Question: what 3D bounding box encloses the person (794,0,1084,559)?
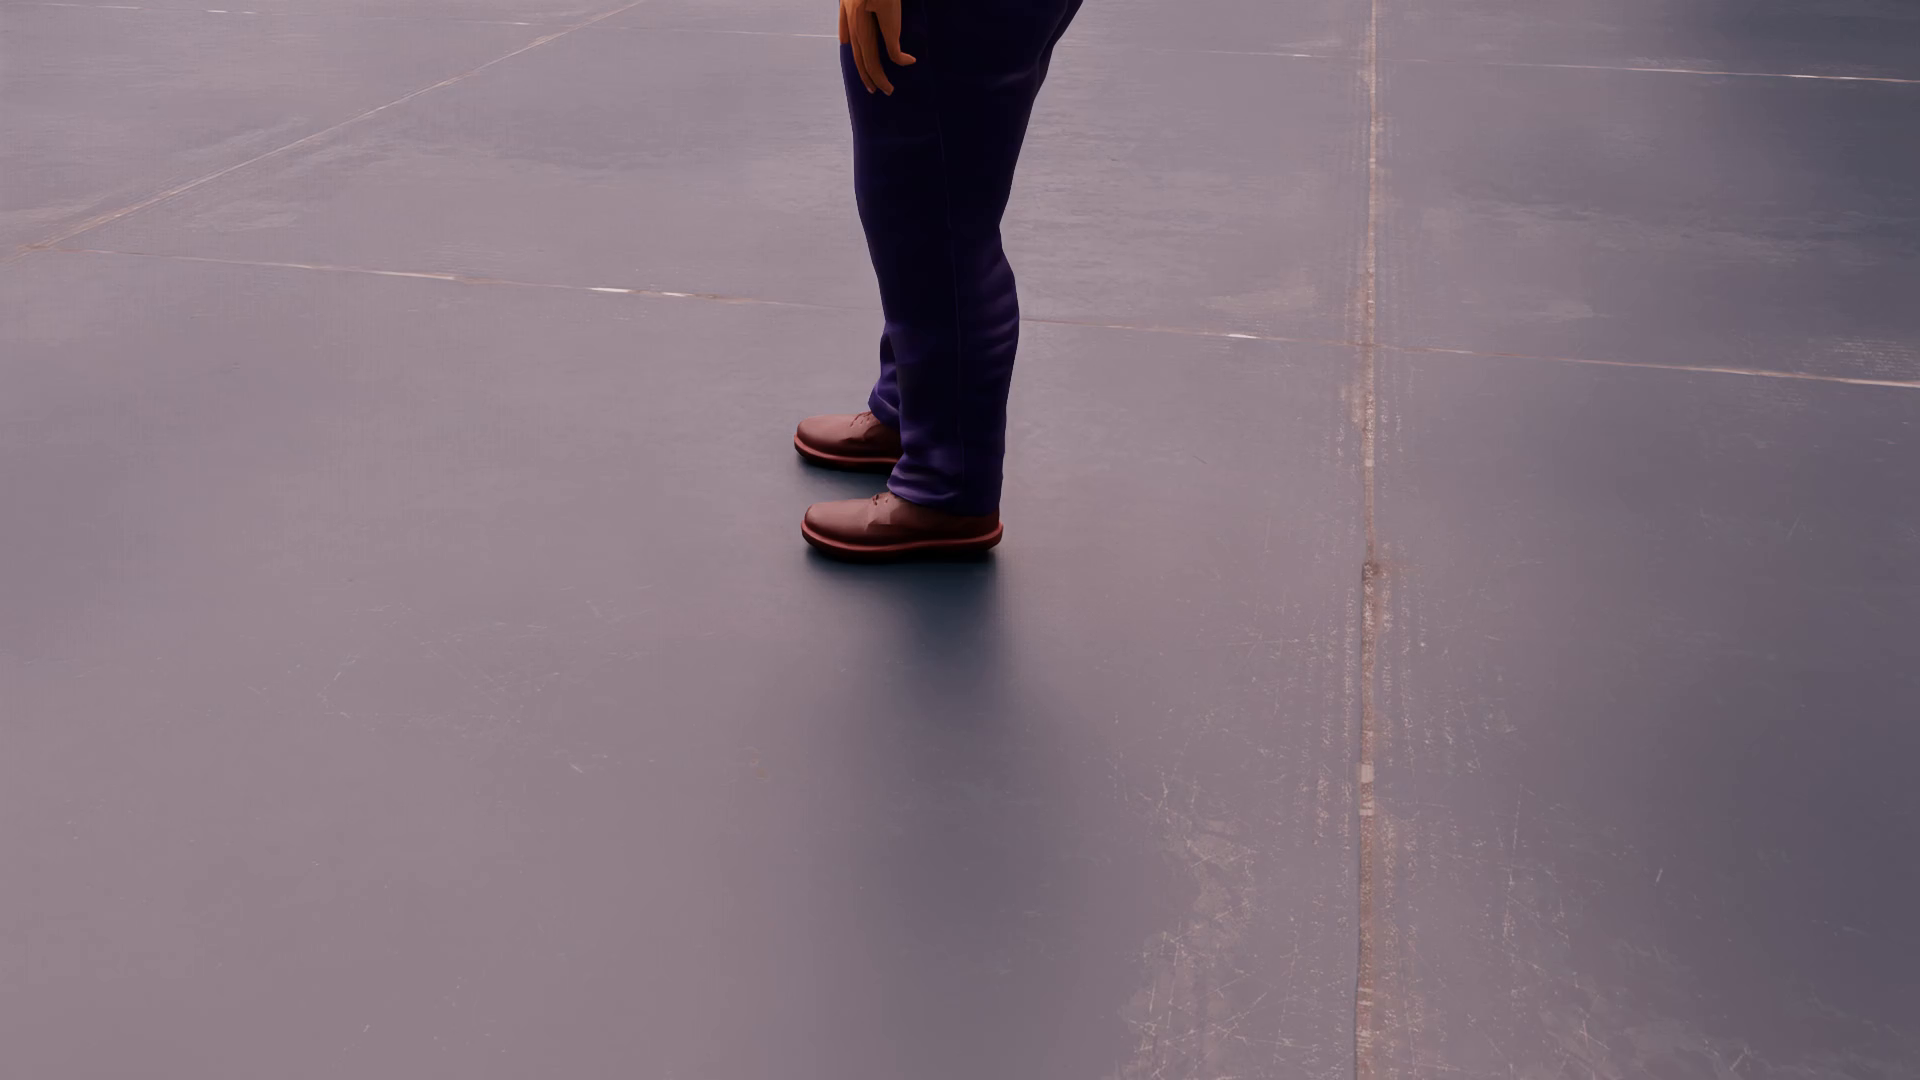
[{"bbox_3d":[-0.082,-0.762,2.163,0.503,1.651,0.598,6,27,11],"label":"person"}]
